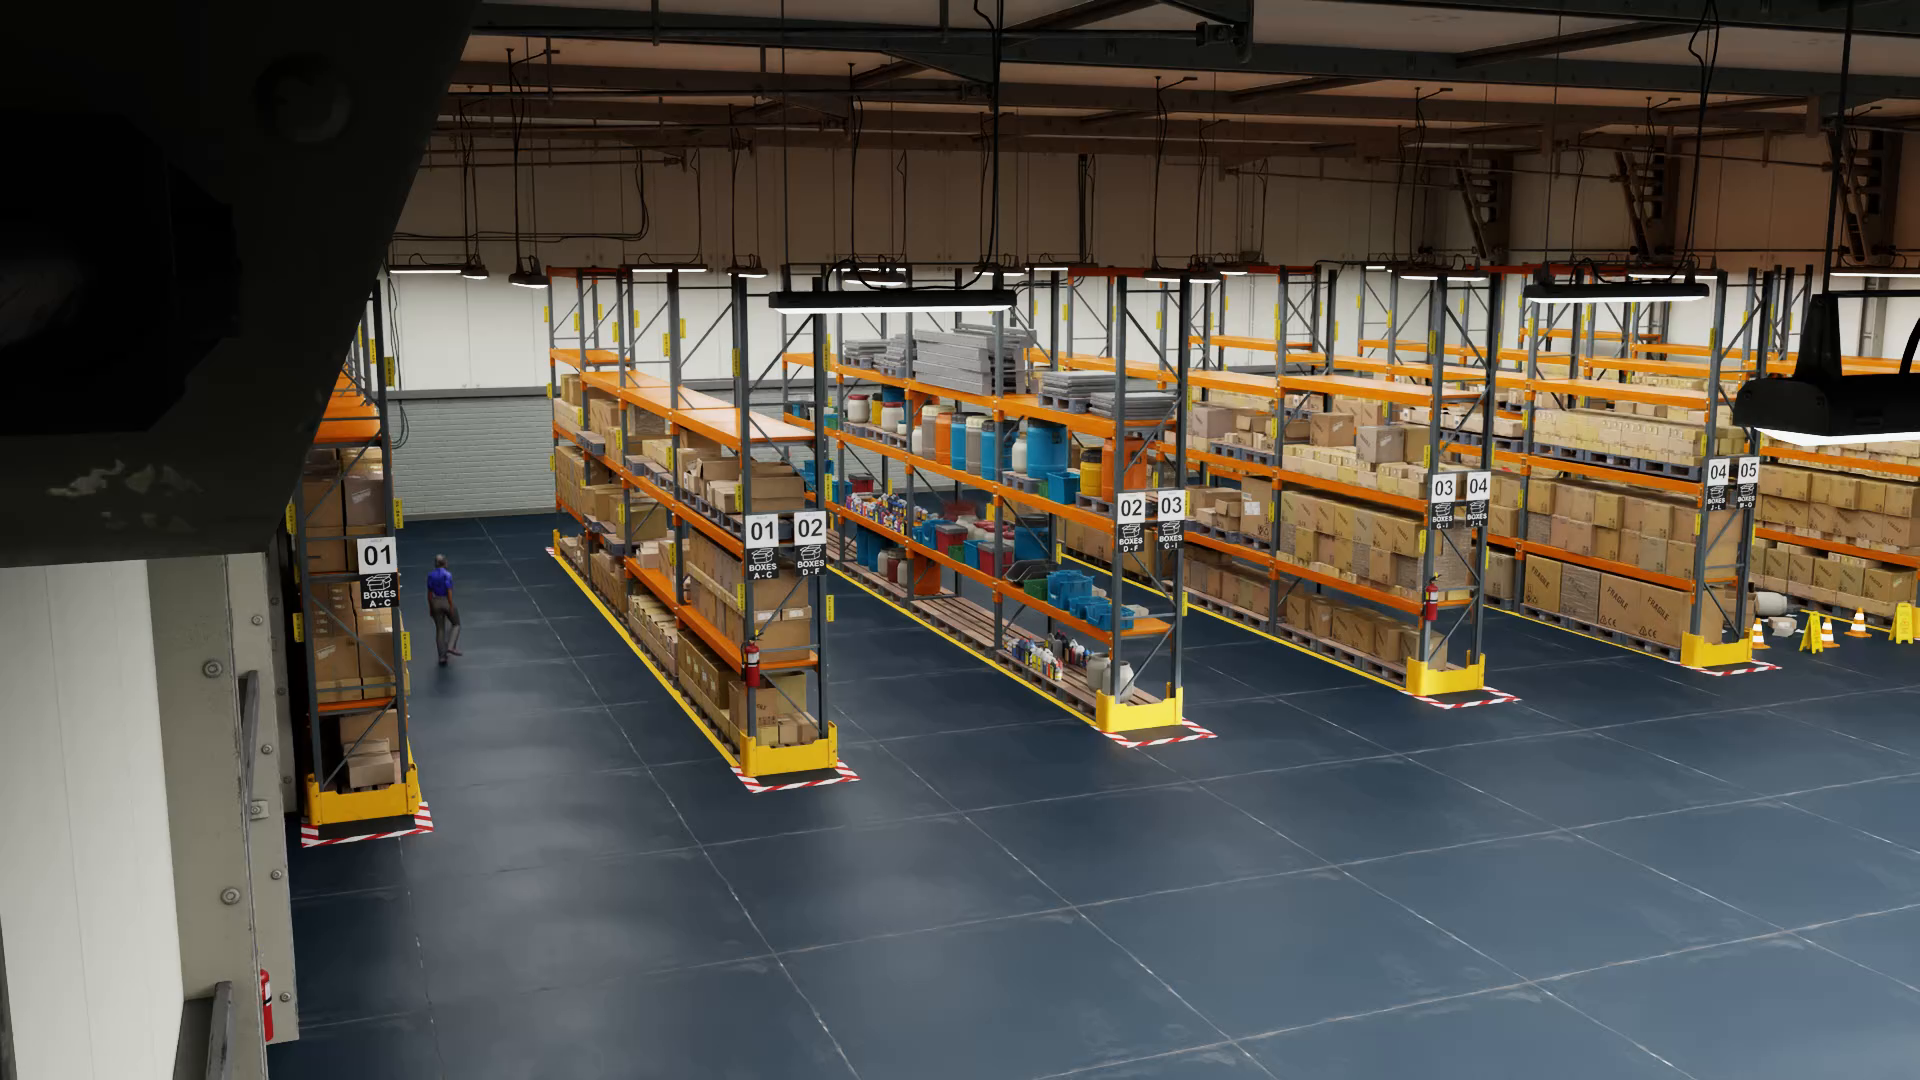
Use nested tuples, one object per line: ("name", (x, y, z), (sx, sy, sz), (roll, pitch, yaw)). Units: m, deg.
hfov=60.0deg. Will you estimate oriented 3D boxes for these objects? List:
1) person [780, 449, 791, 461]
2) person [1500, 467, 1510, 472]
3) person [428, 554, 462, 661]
("person", (-4.131, -1.314, 39.111), (0.466, 1.722, 0.572), (-1, 10, -8))
("person", (11.566, -0.637, 35.128), (0.516, 1.779, 0.536), (-9, 13, -40))
("person", (-8.023, 1.056, 25.845), (0.499, 1.630, 0.443), (0, 10, -2))
